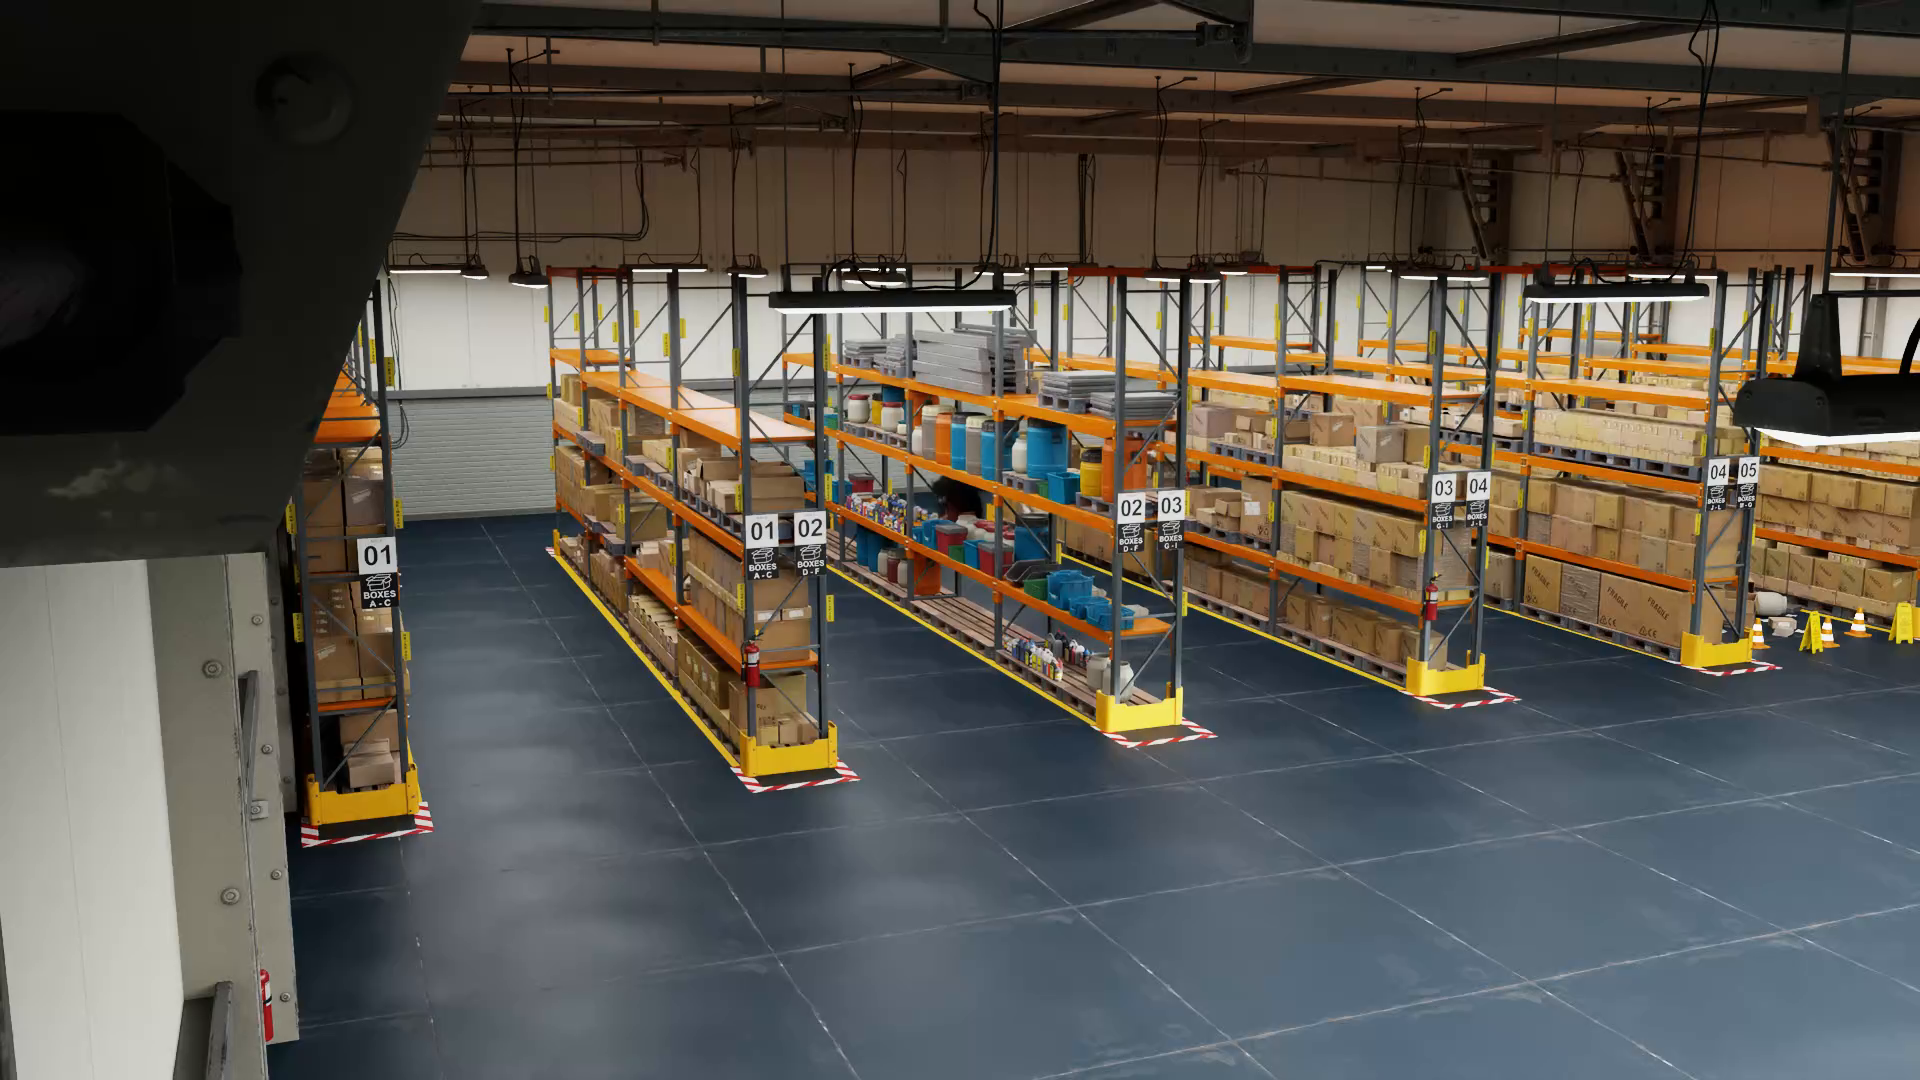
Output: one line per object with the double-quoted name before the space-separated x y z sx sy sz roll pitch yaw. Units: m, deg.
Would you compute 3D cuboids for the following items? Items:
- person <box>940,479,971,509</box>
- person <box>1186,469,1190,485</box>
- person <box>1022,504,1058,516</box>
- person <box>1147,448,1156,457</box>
"person" -0.039 -1.434 39.887 0.867 1.759 0.700 -2 10 -9
"person" 4.971 -1.049 37.835 0.655 1.690 0.769 -4 11 -22
"person" 1.574 -0.236 31.223 0.709 1.801 0.878 -5 11 -27
"person" 4.494 -1.657 41.185 0.558 1.700 0.746 -3 10 -17
